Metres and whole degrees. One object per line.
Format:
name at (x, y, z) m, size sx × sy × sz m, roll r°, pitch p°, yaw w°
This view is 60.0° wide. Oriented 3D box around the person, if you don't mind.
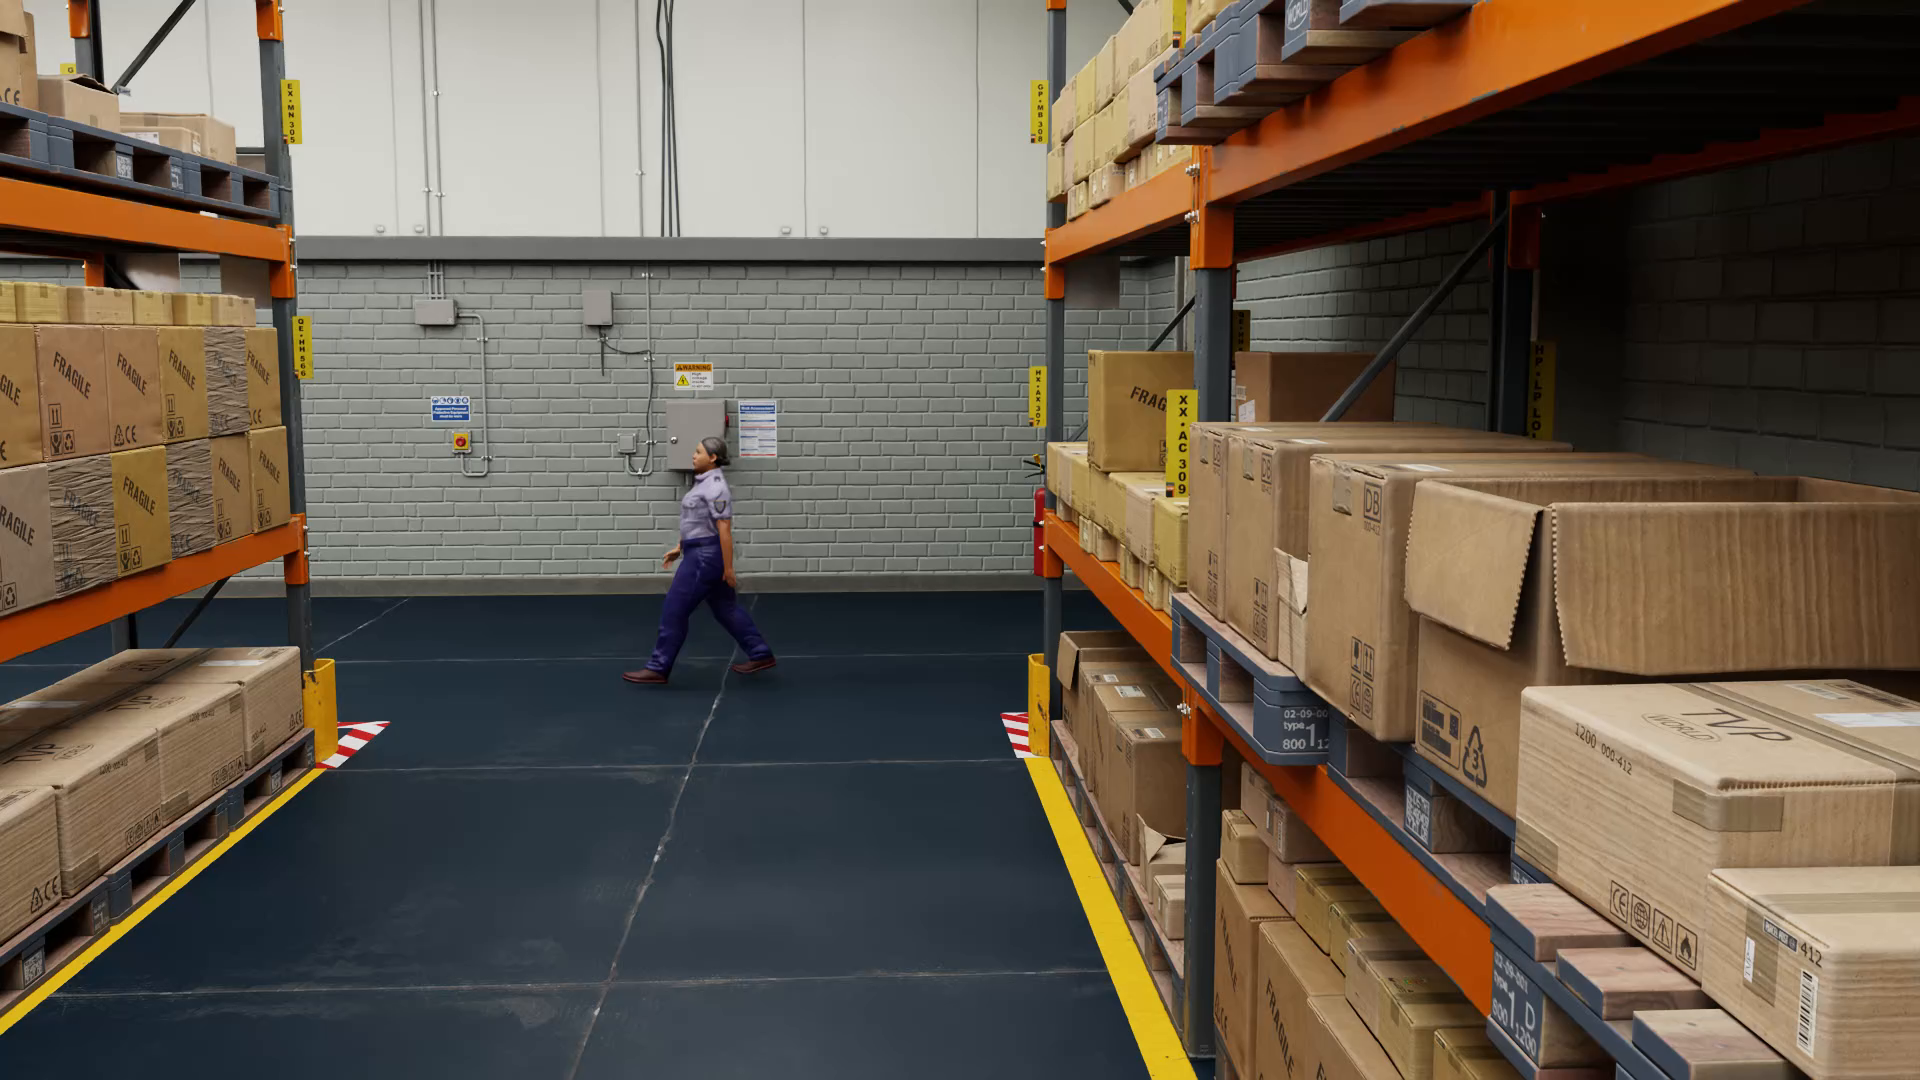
person at (-1.701, 0.121, 10.805) m, size 0.996 × 1.588 × 0.478 m, roll -1°, pitch 7°, yaw -7°
